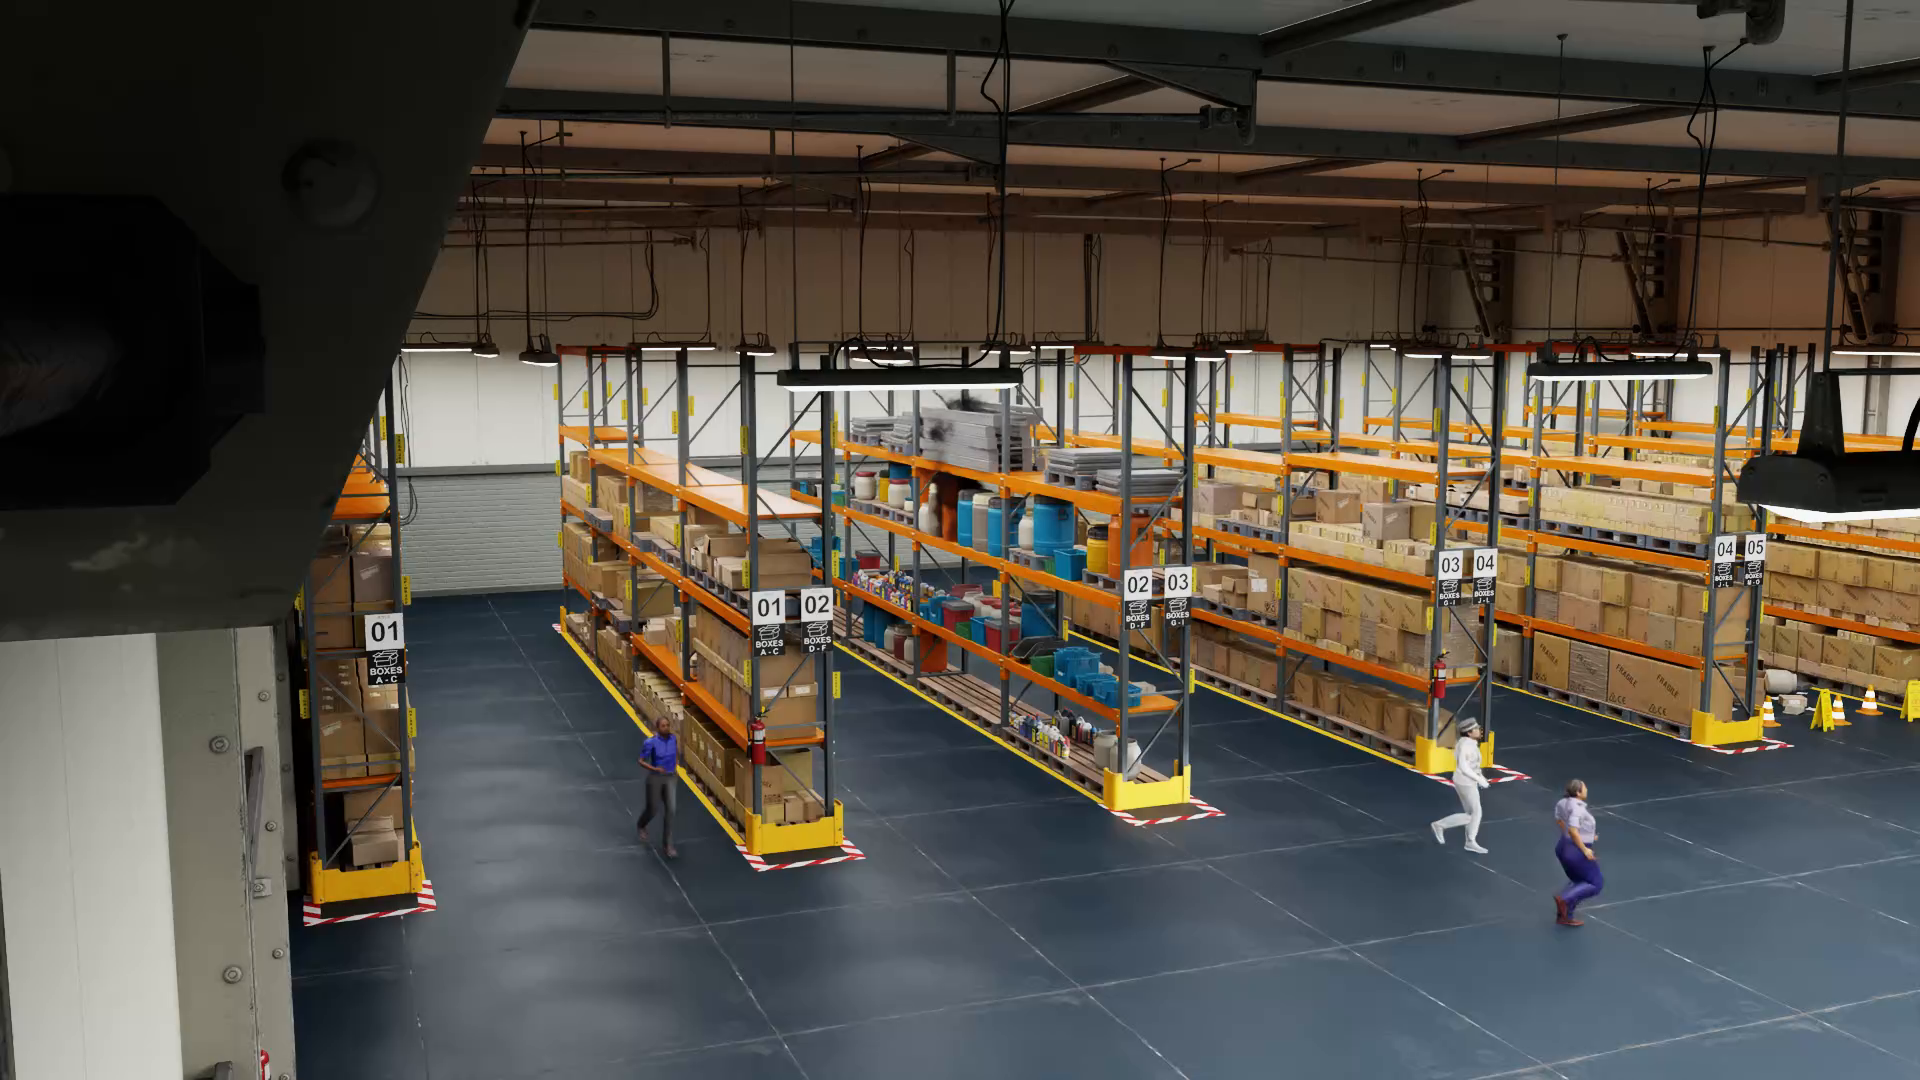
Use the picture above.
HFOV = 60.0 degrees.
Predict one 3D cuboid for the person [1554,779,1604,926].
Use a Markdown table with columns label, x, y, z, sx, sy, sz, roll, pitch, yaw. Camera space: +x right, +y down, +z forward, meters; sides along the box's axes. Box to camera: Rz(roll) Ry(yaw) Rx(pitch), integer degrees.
| label | x | y | z | sx | sy | sz | roll | pitch | yaw |
| --- | --- | --- | --- | --- | --- | --- | --- | --- | --- |
| person | 6.534 | 3.315 | 17.627 | 0.547 | 1.603 | 0.607 | -1 | 7 | -6 |

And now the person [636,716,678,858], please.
| label | x | y | z | sx | sy | sz | roll | pitch | yaw |
| --- | --- | --- | --- | --- | --- | --- | --- | --- | --- |
| person | -3.651 | 2.955 | 20.261 | 0.591 | 1.672 | 0.844 | -5 | 9 | -33 |

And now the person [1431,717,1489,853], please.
| label | x | y | z | sx | sy | sz | roll | pitch | yaw |
| --- | --- | --- | --- | --- | --- | --- | --- | --- | --- |
| person | 6.085 | 2.964 | 20.194 | 0.695 | 1.682 | 0.622 | 1 | 7 | 11 |
